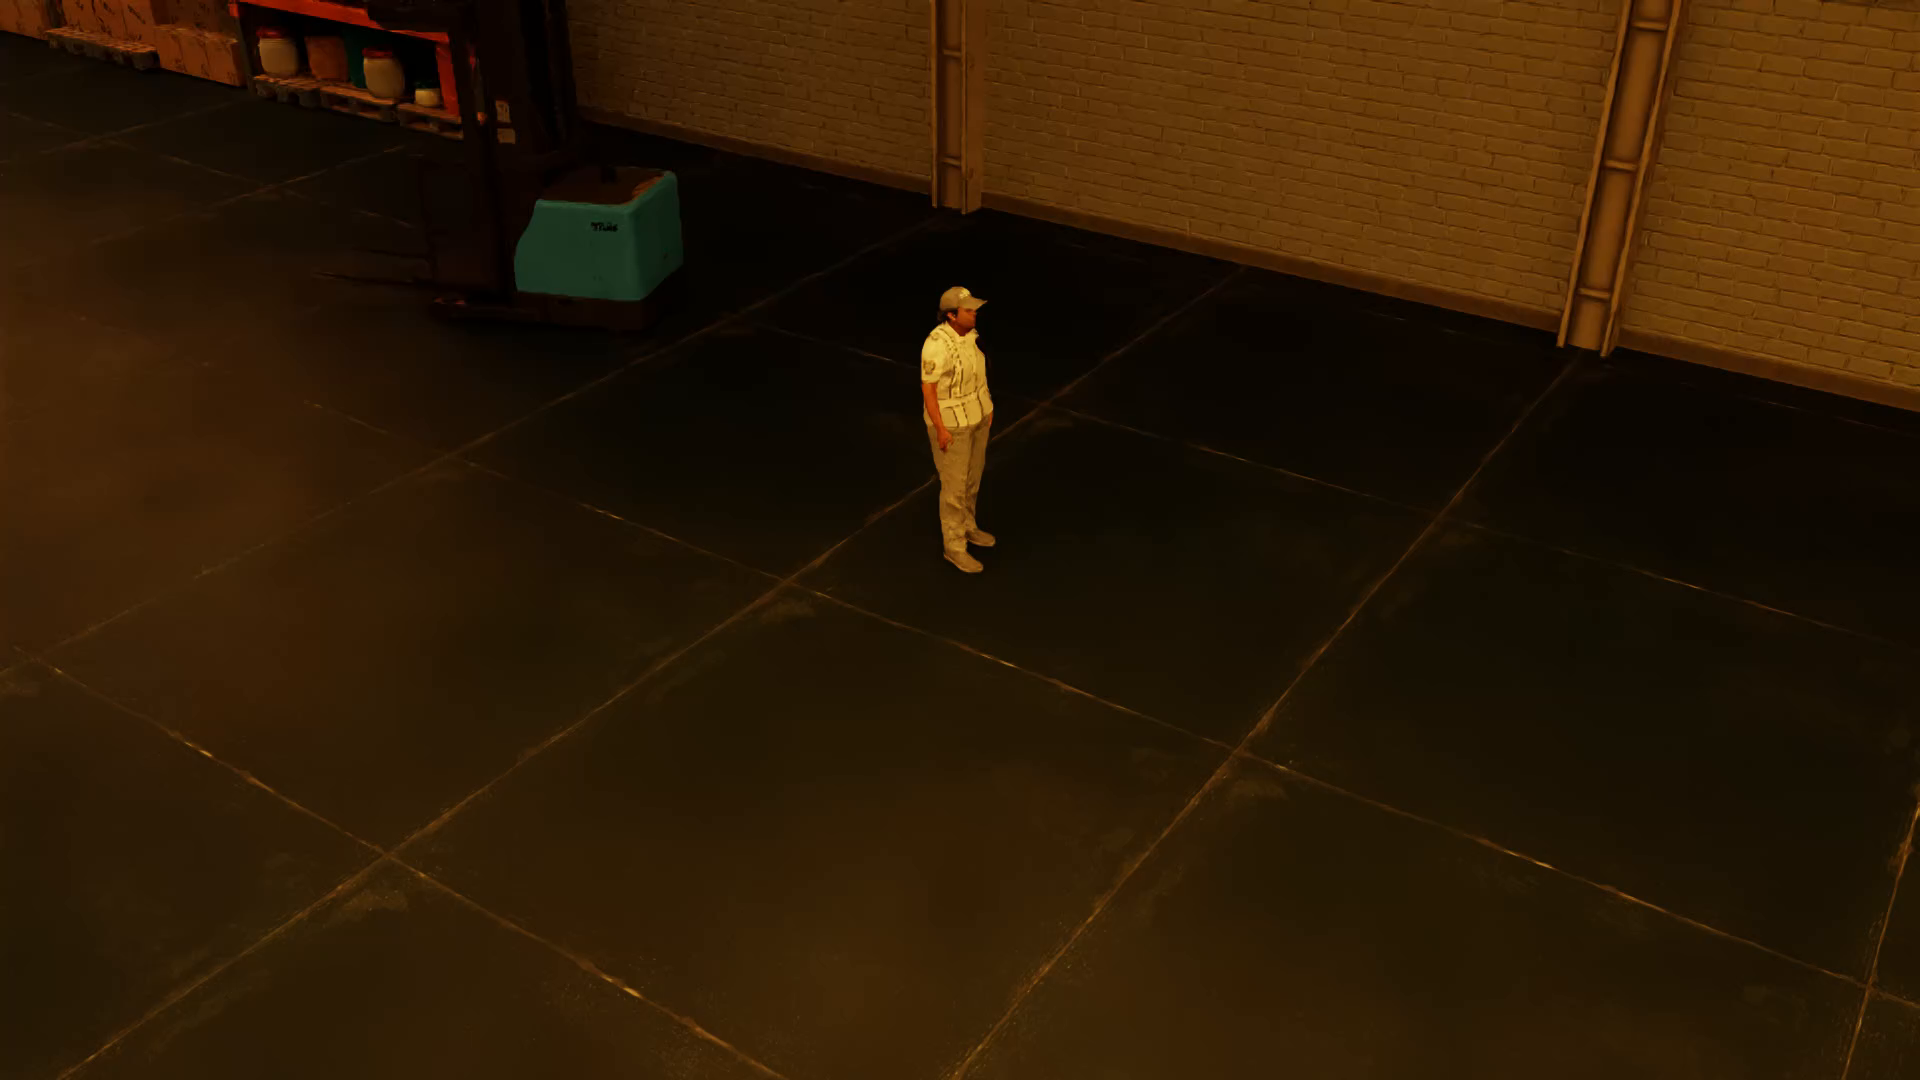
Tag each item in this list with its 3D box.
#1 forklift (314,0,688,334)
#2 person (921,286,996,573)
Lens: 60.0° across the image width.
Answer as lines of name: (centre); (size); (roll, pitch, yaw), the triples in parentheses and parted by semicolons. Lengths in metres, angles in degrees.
forklift: (-3.866, -3.301, 13.265); (3.031, 2.935, 1.130); (7, 31, 12)
person: (0.051, -0.696, 10.025); (0.529, 1.669, 0.598); (19, 35, 29)
